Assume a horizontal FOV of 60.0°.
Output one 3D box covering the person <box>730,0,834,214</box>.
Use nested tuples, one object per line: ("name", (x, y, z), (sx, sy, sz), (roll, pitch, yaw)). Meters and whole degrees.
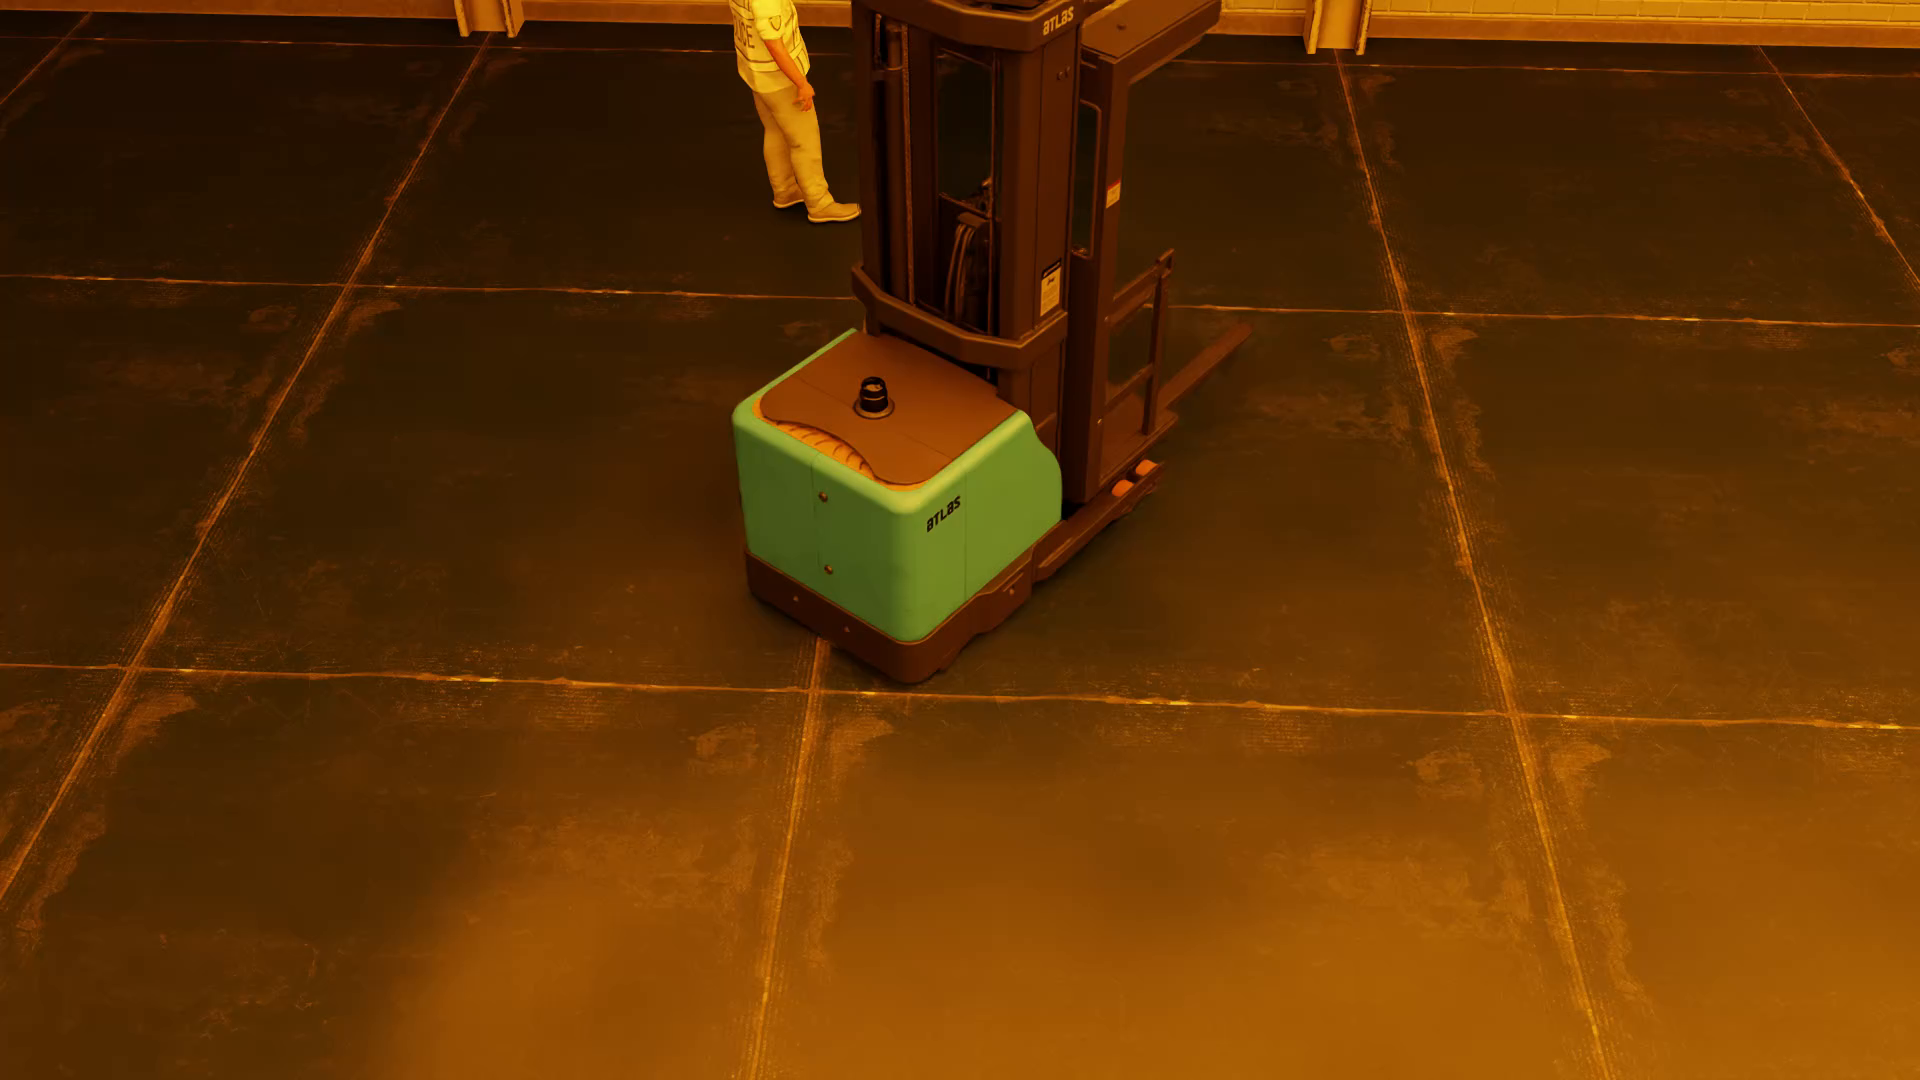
("person", (2239.479, -33682.833, 36903.395), (52229.335, 2.666, 85289.915), (-20, 46, -21))

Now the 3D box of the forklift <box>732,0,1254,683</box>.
("forklift", (0.348, -1.400, 7.276), (1.130, 2.935, 3.031), (29, 50, 28))
